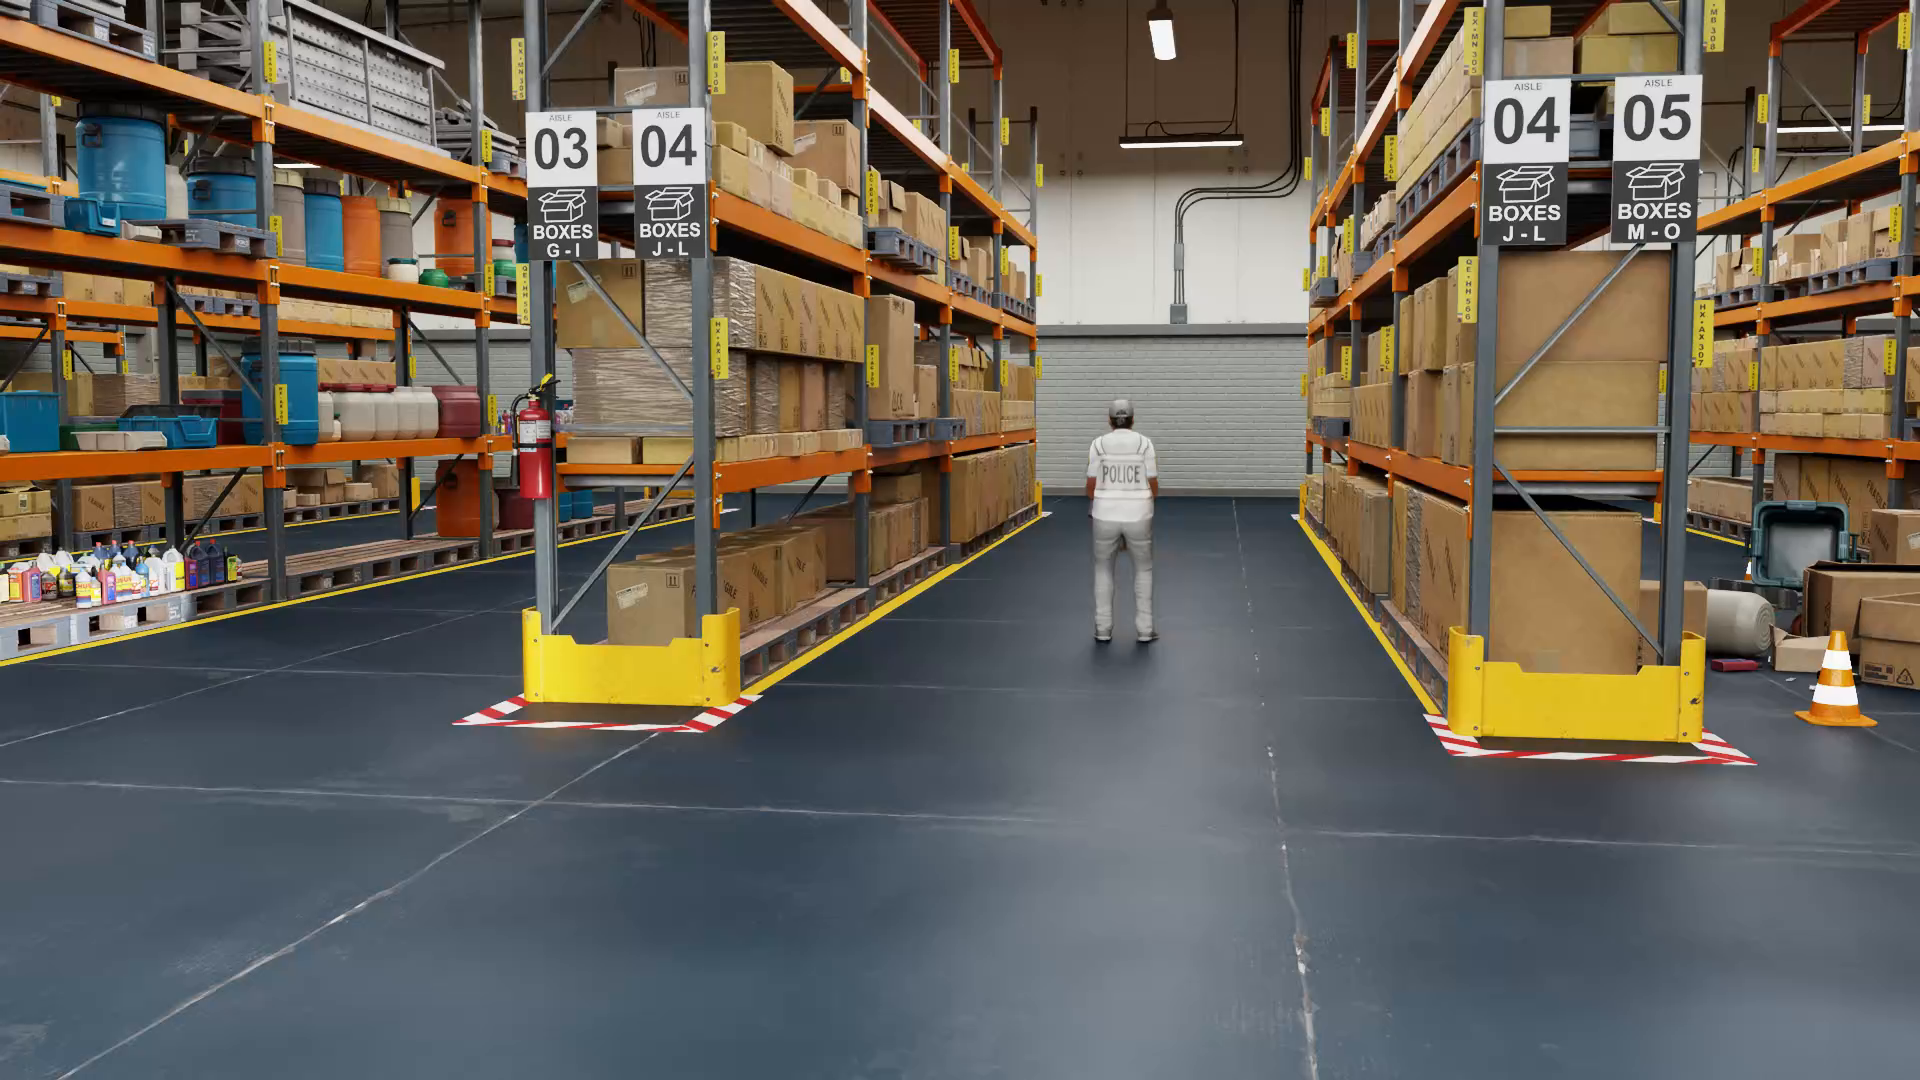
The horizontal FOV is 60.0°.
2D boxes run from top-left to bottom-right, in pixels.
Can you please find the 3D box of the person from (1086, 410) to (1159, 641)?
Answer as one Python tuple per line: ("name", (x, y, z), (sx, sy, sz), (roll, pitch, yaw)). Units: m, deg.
("person", (1.129, -0.128, 11.514), (0.513, 1.657, 0.426), (1, 5, 8))
